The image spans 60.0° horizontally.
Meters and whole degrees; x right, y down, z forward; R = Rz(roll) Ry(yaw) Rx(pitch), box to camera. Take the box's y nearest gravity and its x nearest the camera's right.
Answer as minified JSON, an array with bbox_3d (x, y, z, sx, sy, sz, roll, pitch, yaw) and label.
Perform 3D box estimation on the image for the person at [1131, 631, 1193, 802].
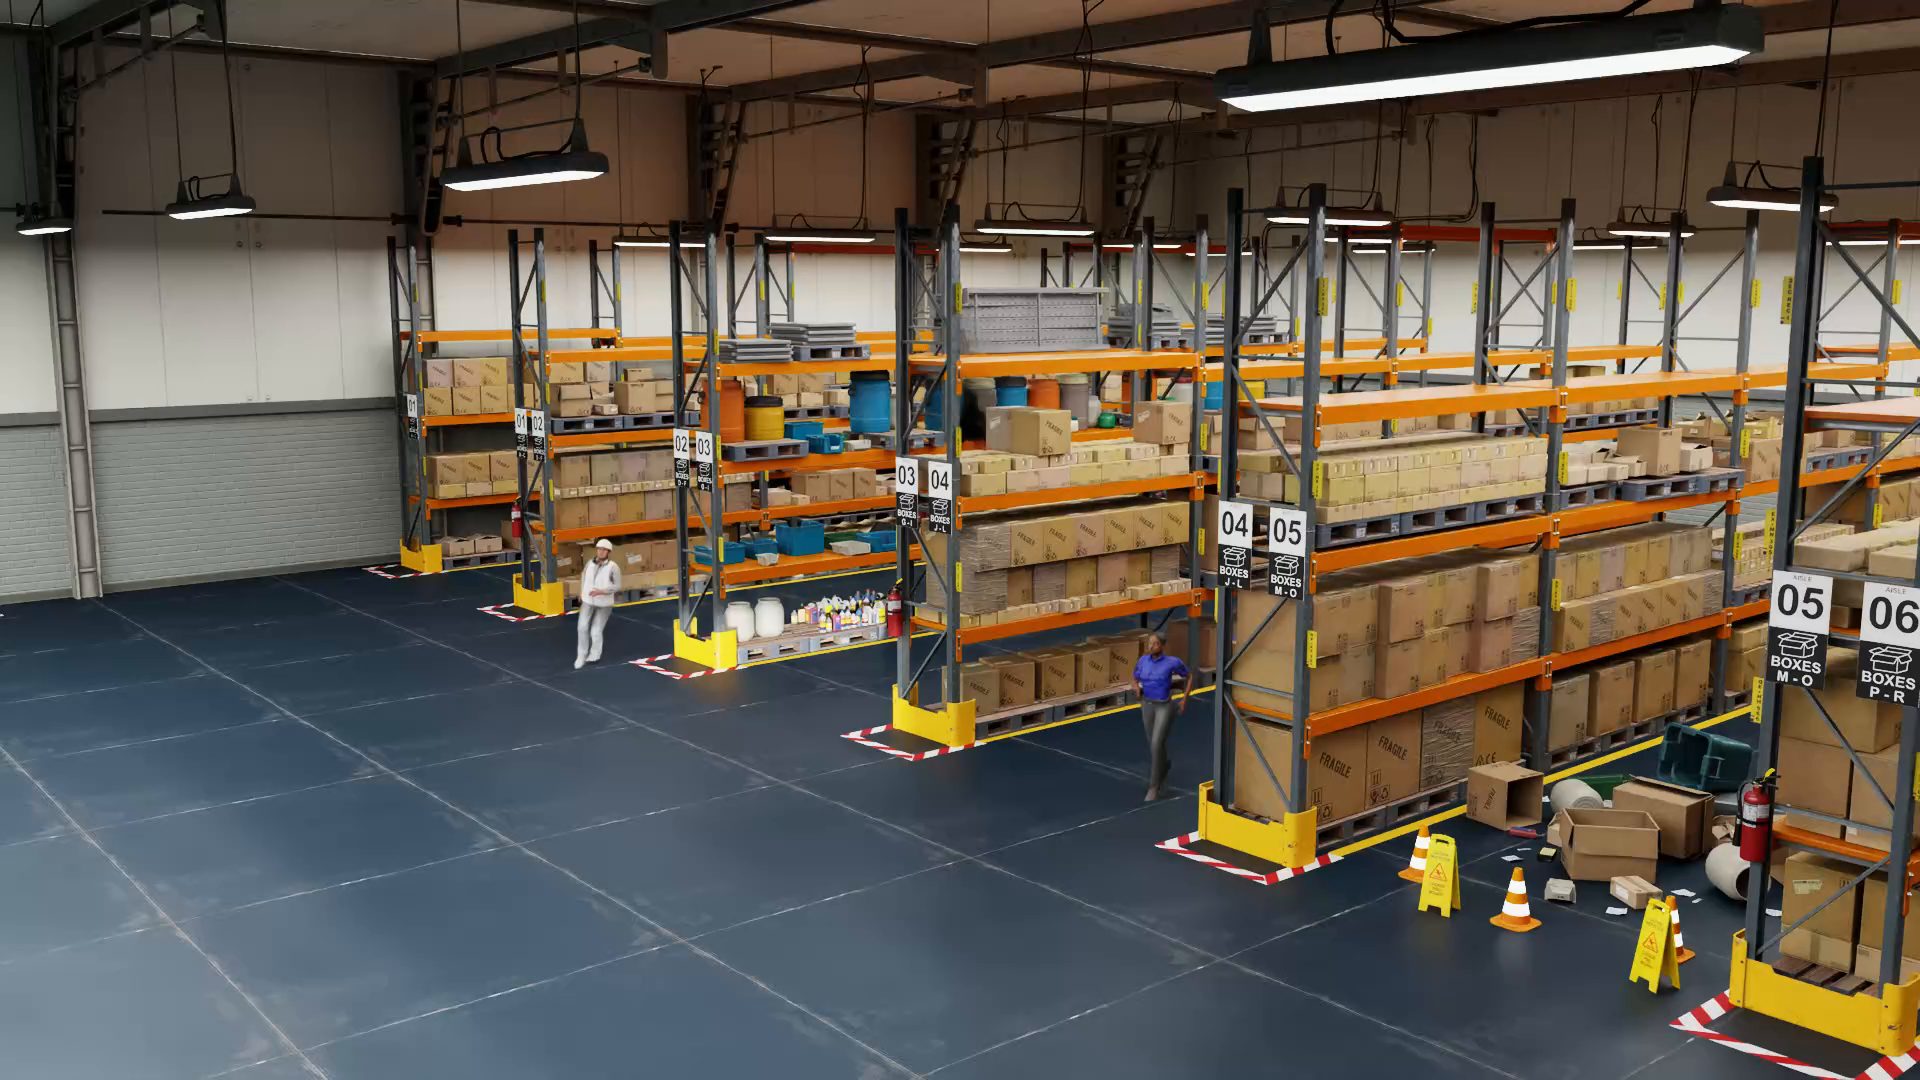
[{"bbox_3d":[2.037,1.770,16.950,0.596,1.723,0.766,6,11,35],"label":"person"}]

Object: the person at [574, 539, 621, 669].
[{"bbox_3d":[-4.888,0.848,22.493,0.641,1.728,0.698,1,9,5],"label":"person"}]
